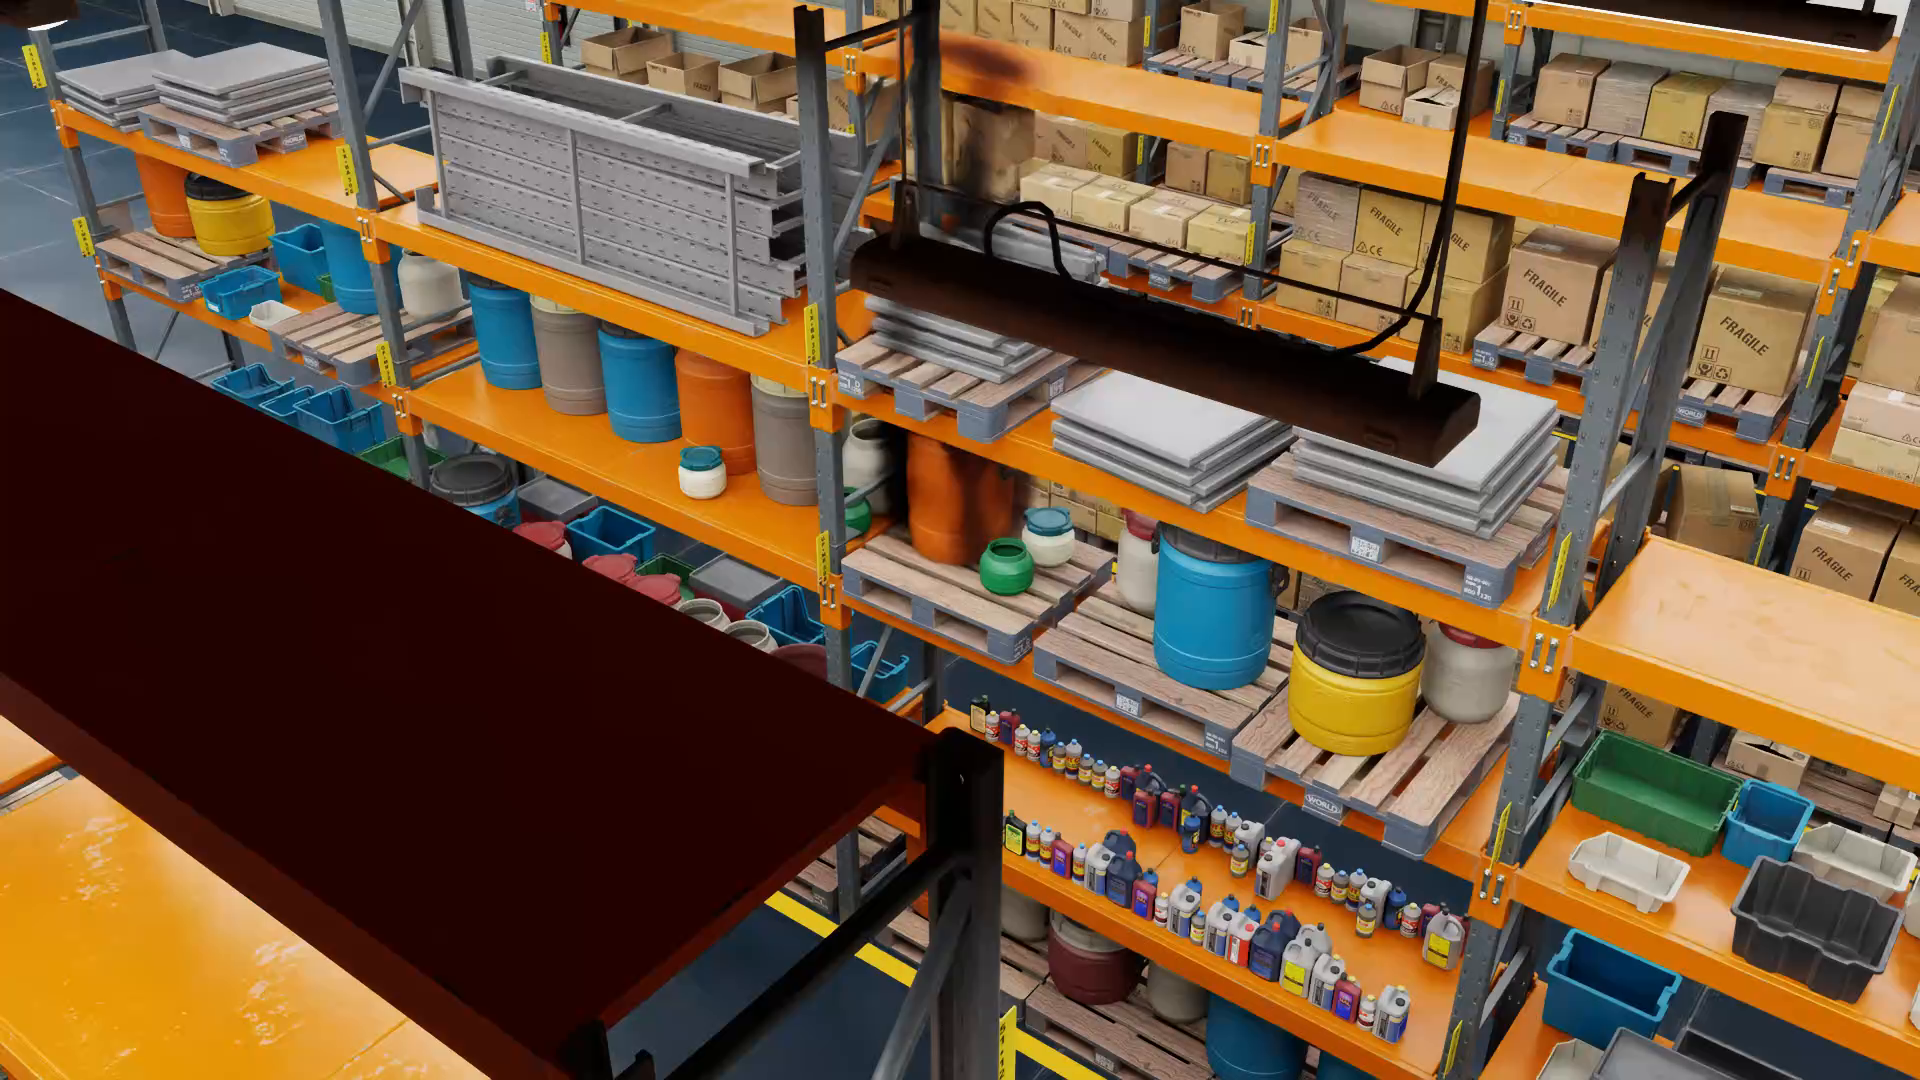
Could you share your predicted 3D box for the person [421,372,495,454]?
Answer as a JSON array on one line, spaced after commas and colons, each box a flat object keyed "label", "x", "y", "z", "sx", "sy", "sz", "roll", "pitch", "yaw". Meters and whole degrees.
[{"label": "person", "x": -4.984, "y": -1.452, "z": 16.000, "sx": 0.847, "sy": 1.695, "sz": 0.588, "roll": 3, "pitch": 32, "yaw": 4}]
